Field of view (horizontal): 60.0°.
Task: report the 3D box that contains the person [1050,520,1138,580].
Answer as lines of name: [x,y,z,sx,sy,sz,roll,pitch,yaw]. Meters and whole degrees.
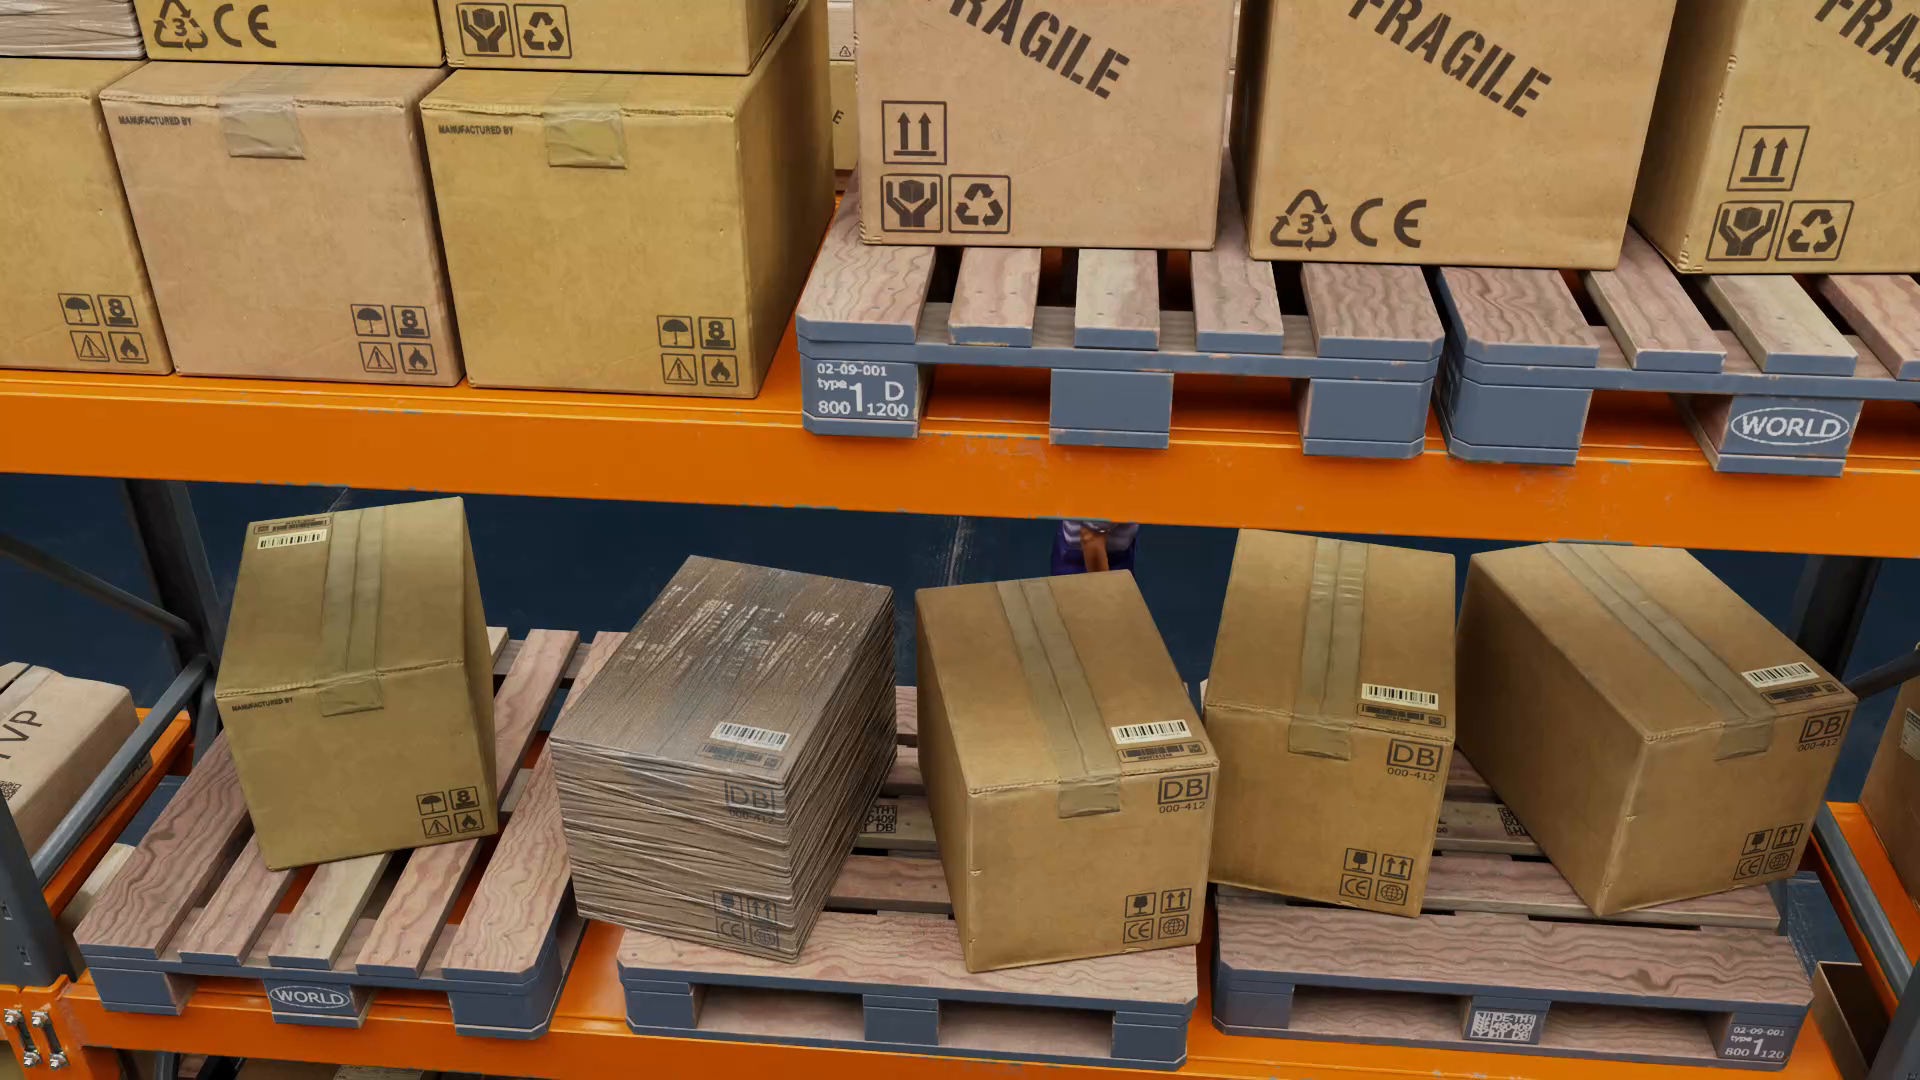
person: [0.529,0.117,5.957,0.413,1.652,0.540,3,32,4]
